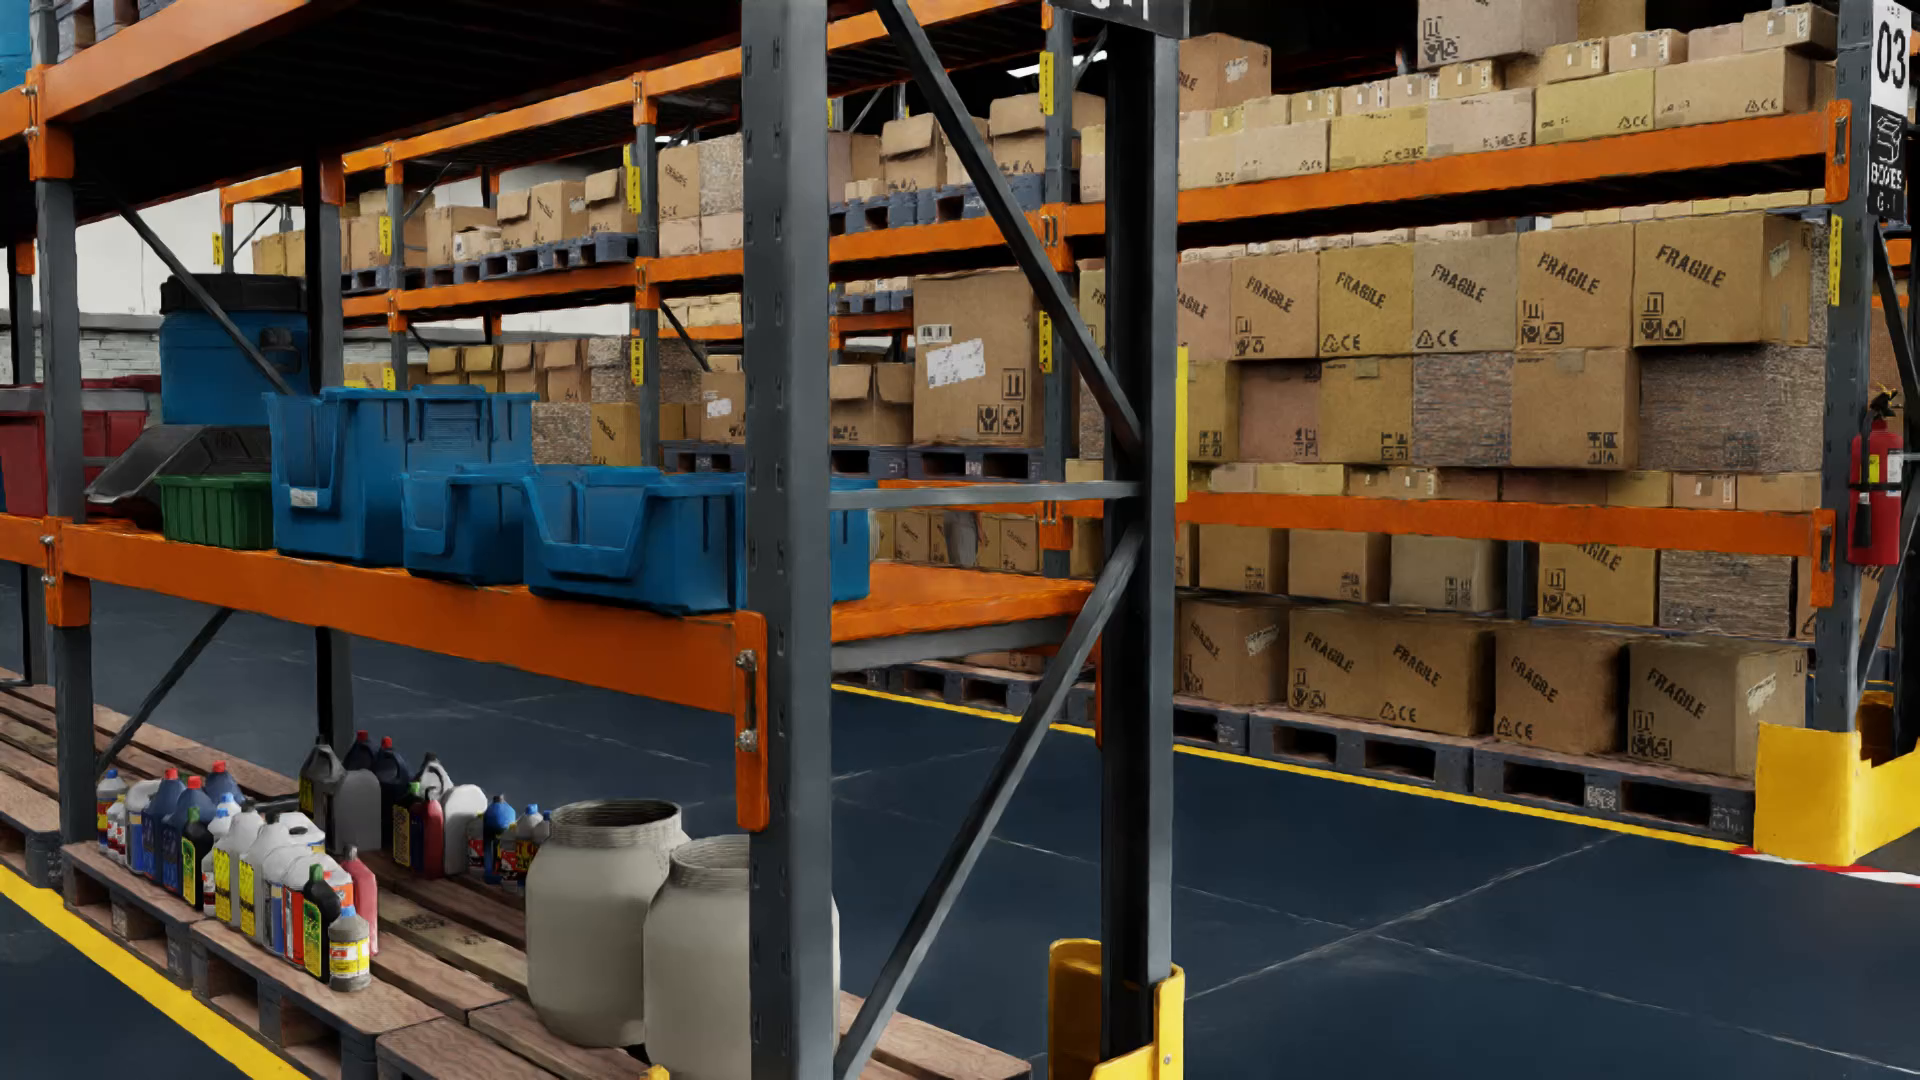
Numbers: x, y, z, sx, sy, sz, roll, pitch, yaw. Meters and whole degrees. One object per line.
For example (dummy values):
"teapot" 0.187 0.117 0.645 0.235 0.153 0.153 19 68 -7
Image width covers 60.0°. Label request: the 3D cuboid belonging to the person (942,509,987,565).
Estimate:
"person" 0.039 -0.078 12.449 0.403 1.654 0.462 -2 4 -23
